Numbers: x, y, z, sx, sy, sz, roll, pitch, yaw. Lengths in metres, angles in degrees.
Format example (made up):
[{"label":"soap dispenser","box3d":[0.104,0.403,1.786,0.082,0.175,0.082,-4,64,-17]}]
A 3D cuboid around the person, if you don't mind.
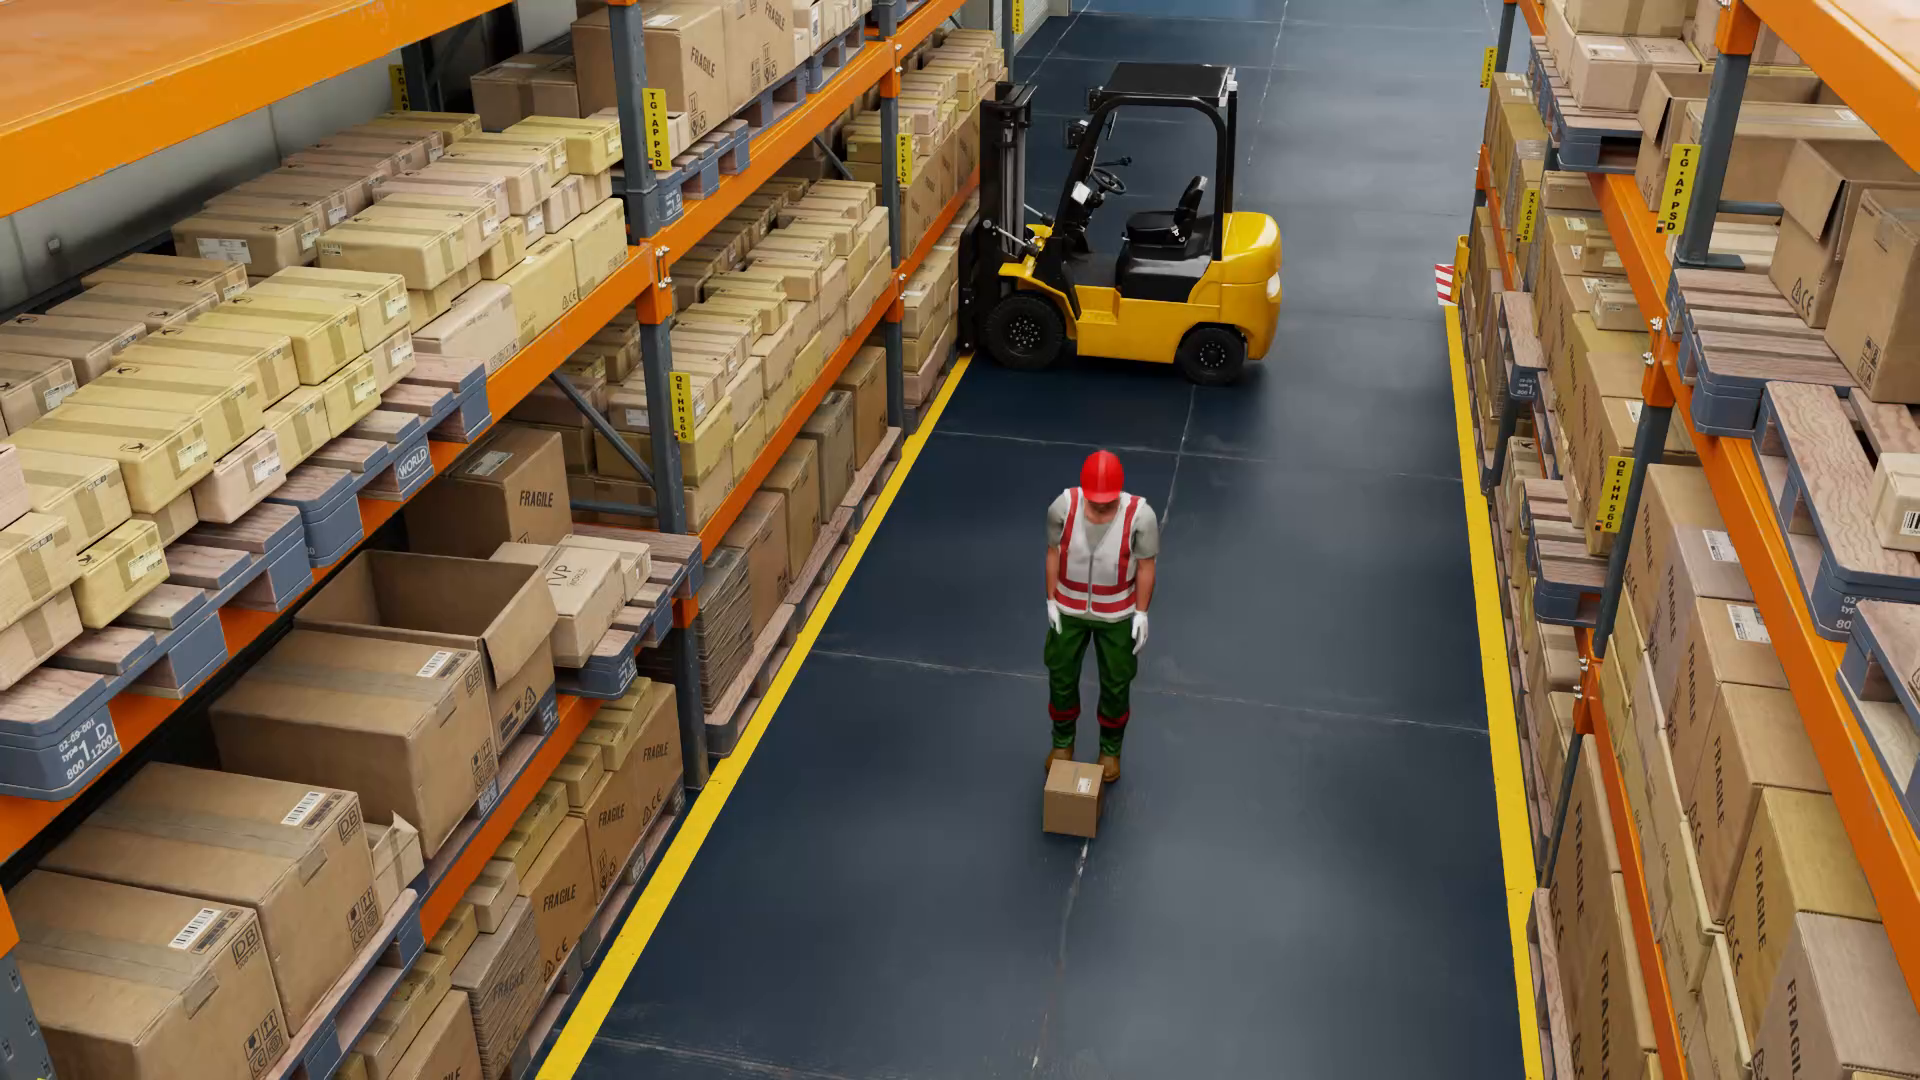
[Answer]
[{"label":"person","box3d":[0.657,0.357,7.970,0.535,1.764,0.400,6,29,12]}]
